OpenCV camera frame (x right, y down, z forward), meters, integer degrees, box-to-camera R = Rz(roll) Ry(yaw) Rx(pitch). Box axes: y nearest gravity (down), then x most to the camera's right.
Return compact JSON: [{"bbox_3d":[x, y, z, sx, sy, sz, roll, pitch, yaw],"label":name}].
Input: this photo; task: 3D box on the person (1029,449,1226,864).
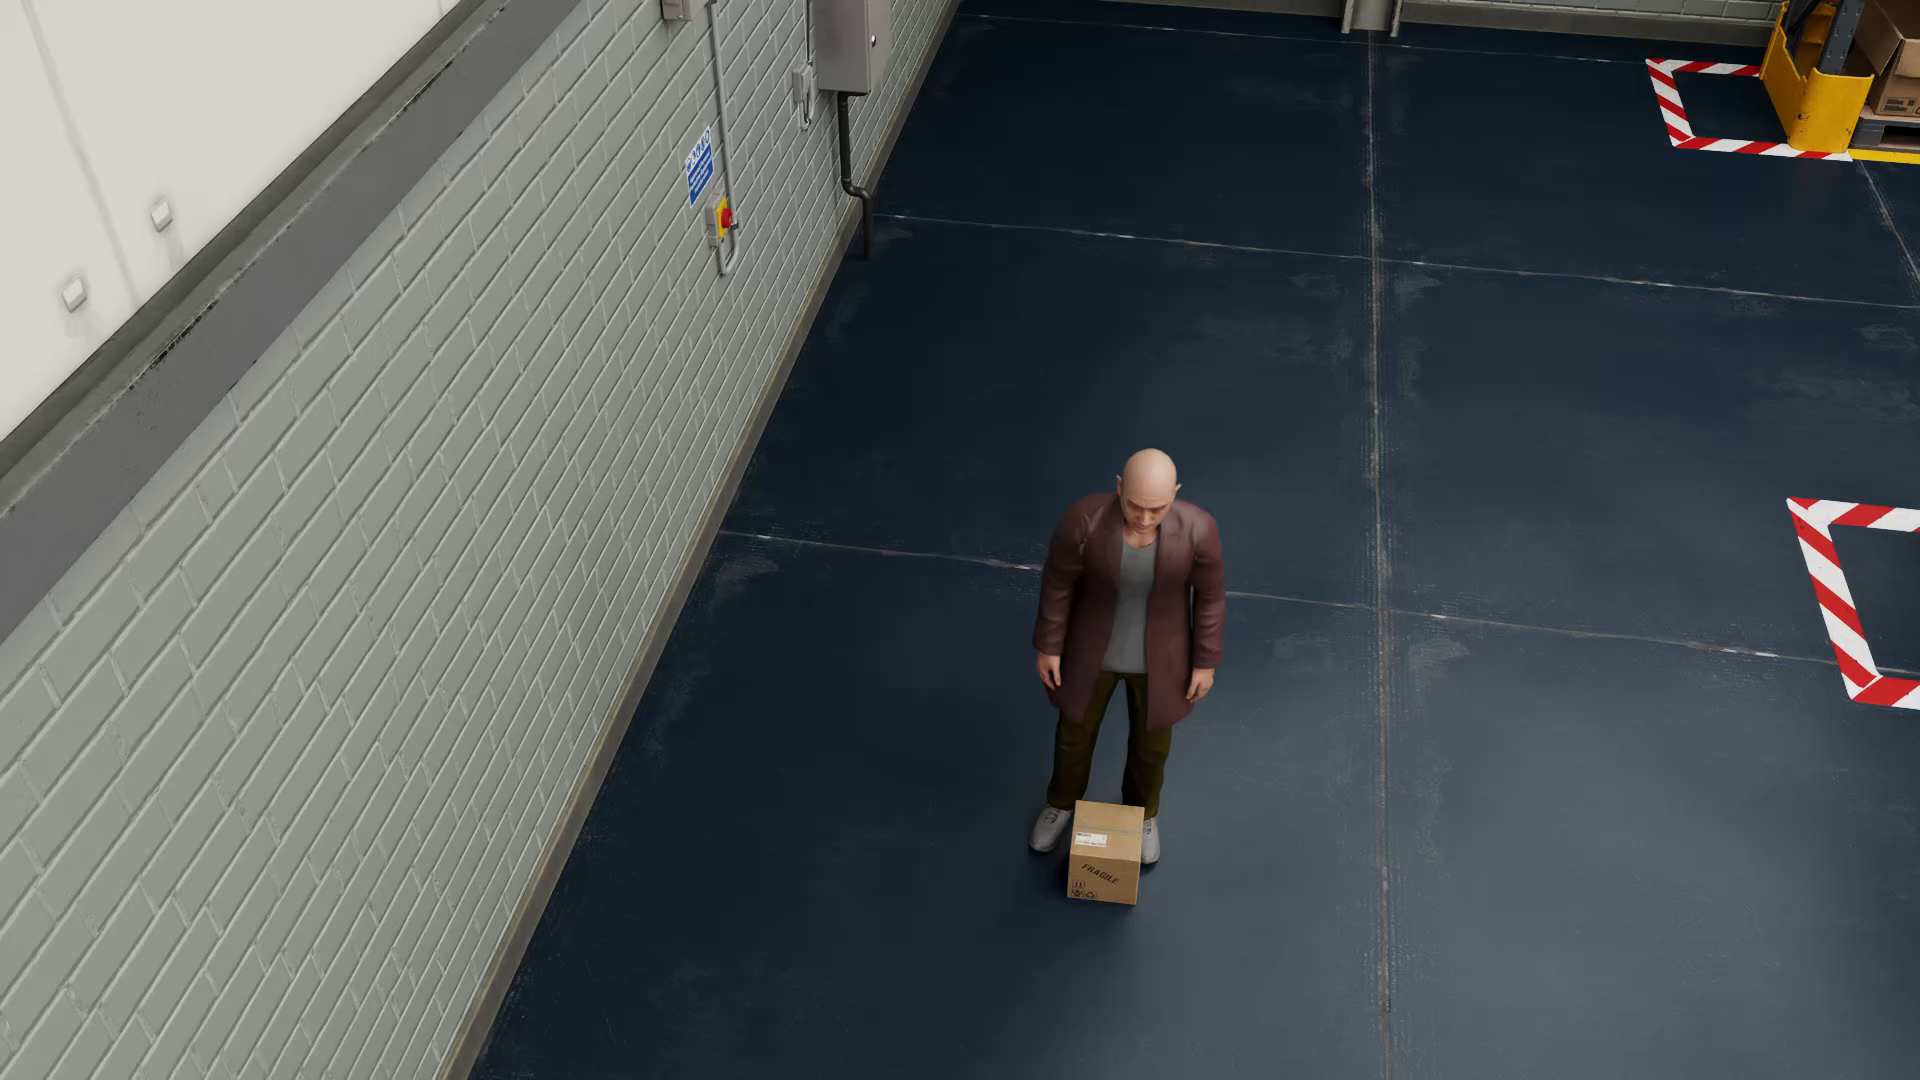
[{"bbox_3d":[0.573,0.387,5.707,0.655,1.774,0.416,5,40,6],"label":"person"}]
